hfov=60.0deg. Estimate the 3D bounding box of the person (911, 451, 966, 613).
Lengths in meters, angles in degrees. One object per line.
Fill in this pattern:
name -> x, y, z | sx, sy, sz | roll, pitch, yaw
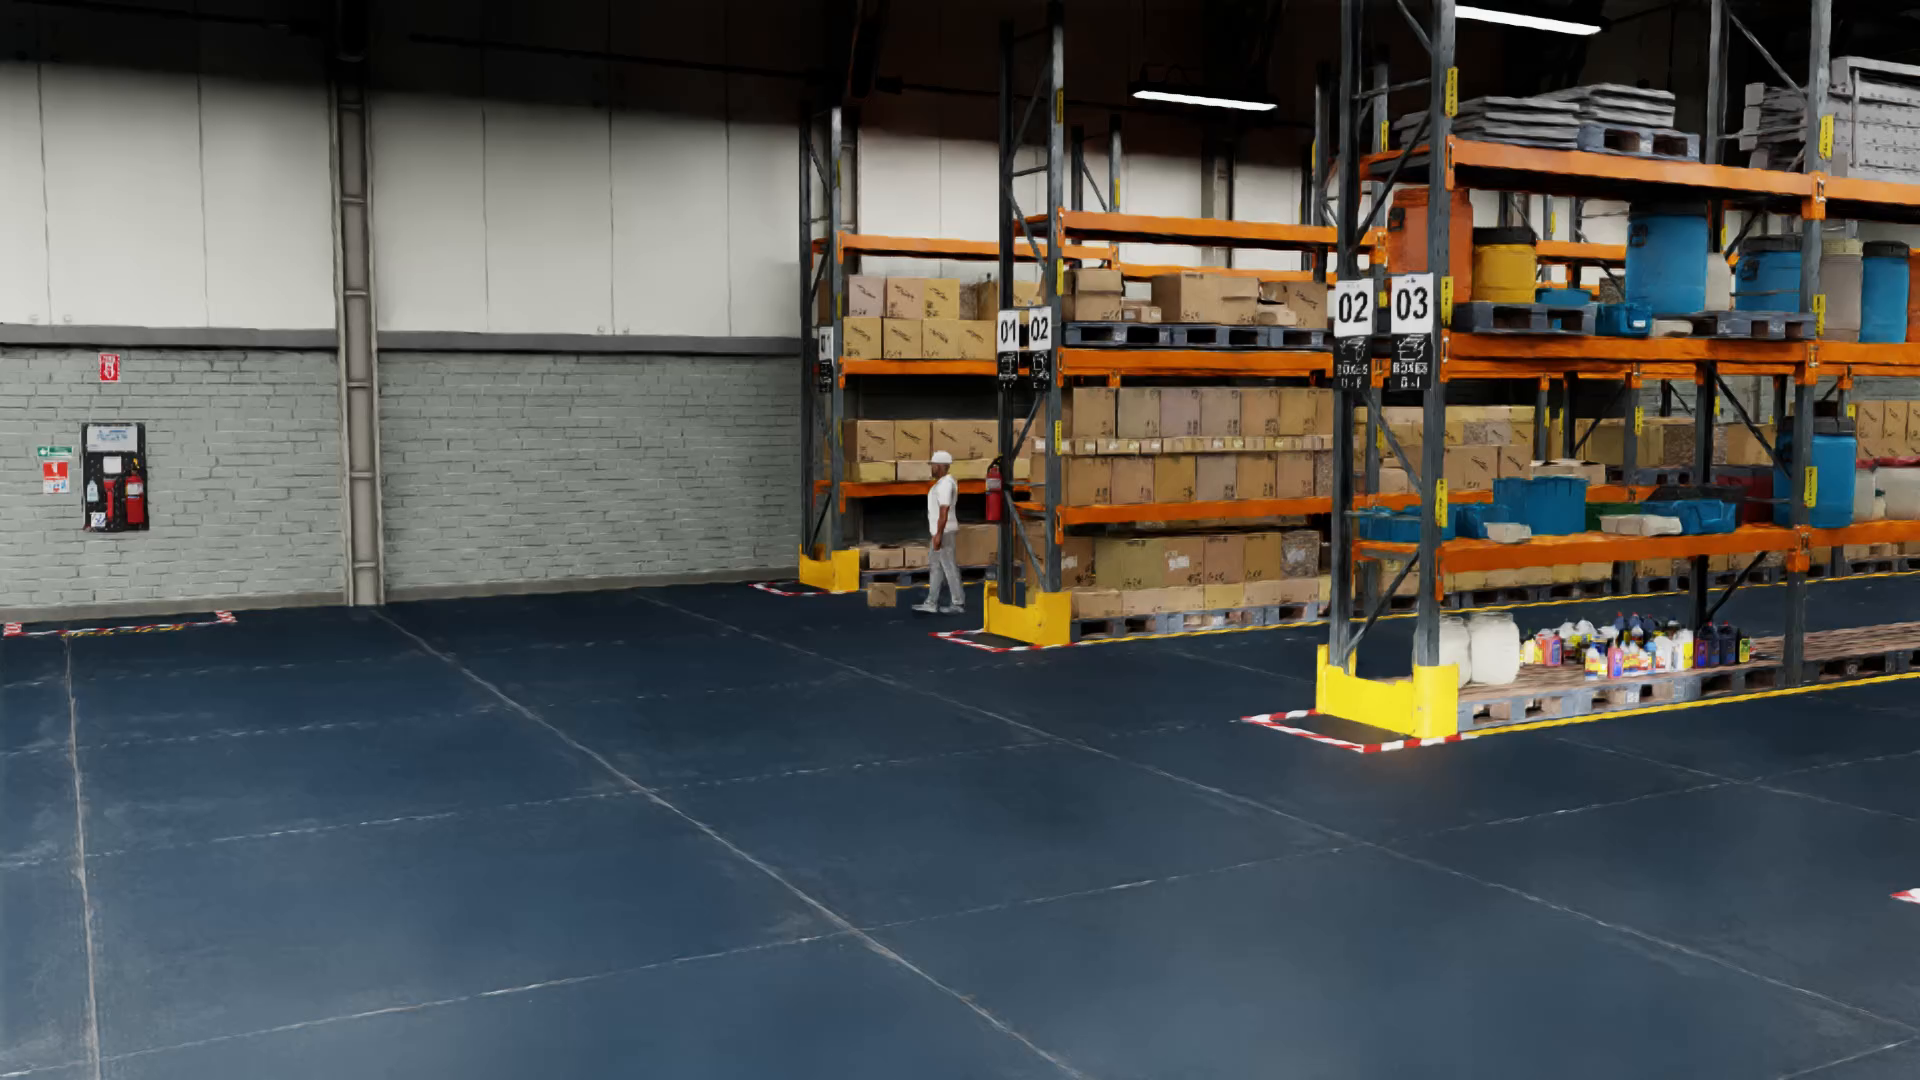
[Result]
person -> -0.235, -0.084, 18.038 | 0.601, 1.769, 0.570 | 0, 5, -1
